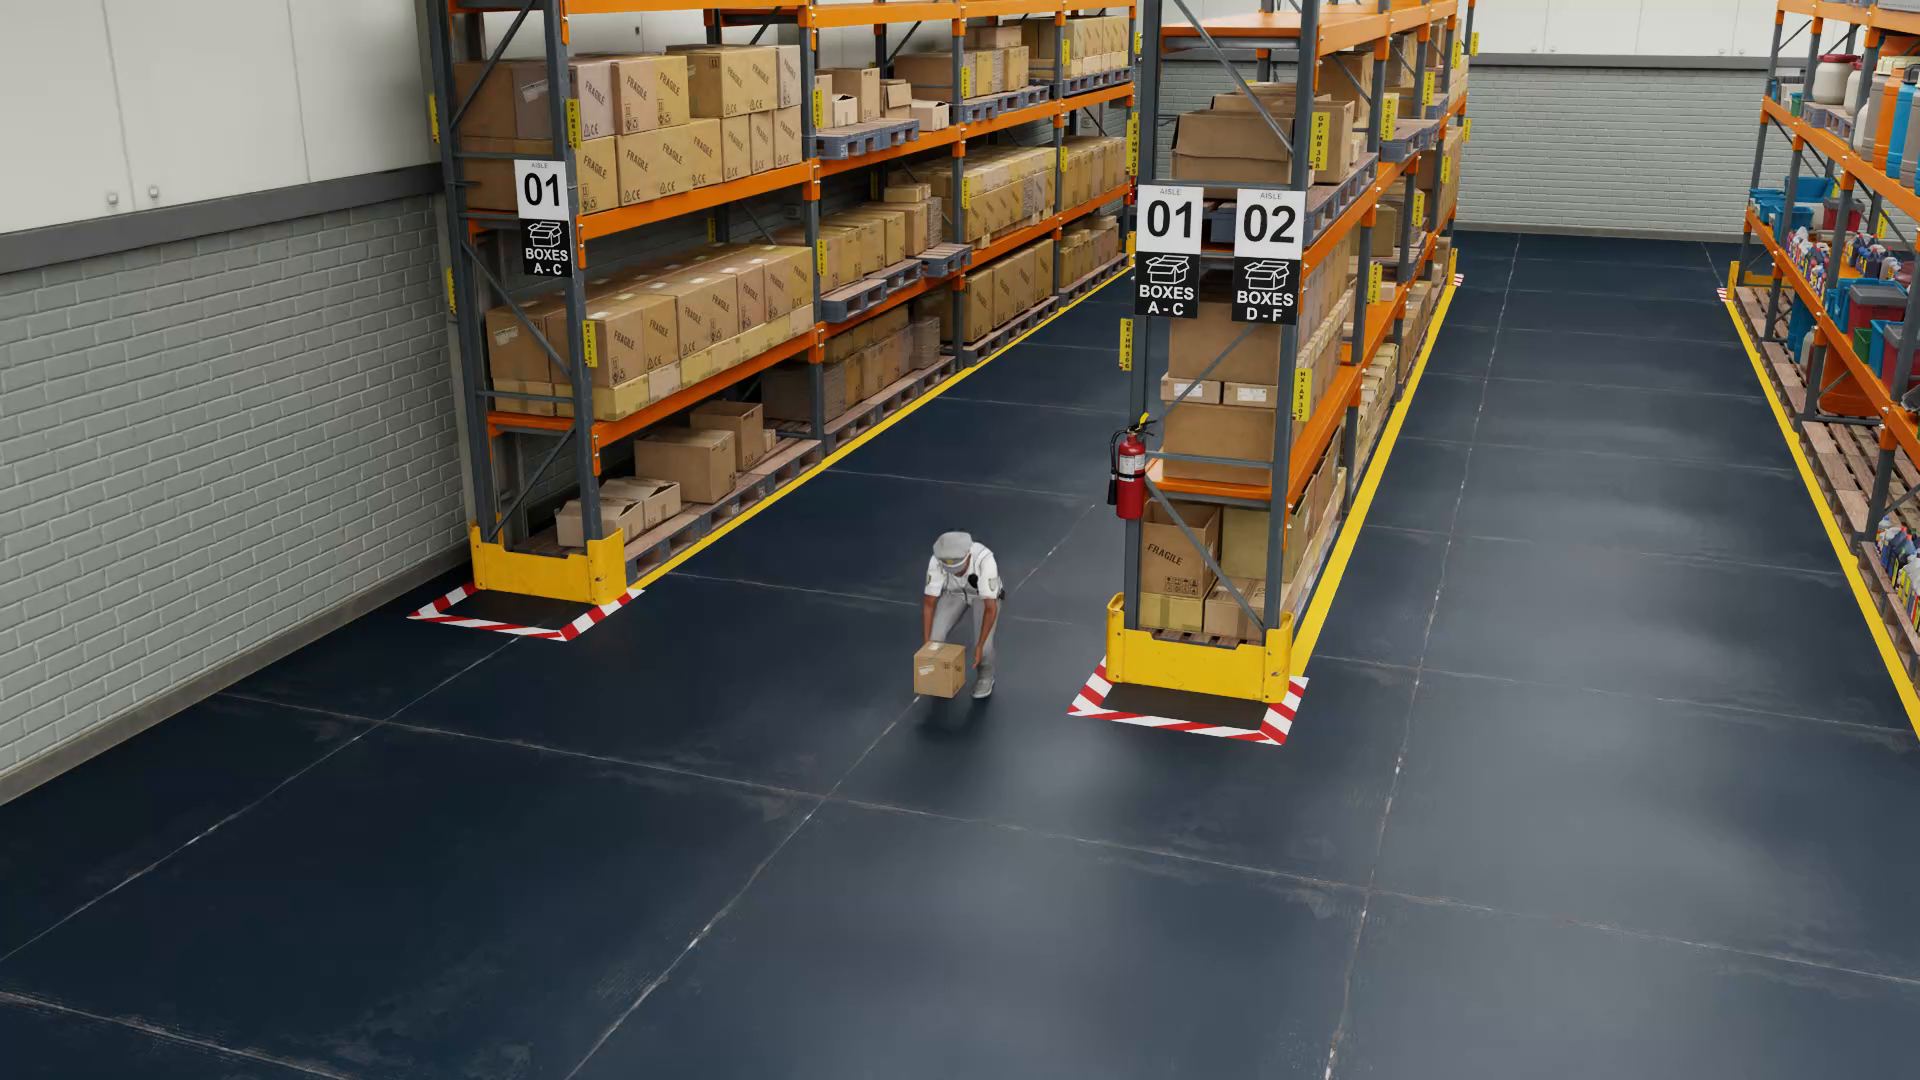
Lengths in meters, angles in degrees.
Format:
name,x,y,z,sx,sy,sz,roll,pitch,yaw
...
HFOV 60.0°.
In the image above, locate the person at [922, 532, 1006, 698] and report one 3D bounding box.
name,x,y,z,sx,sy,sz,roll,pitch,yaw
person,0.037,0.448,10.537,0.500,1.160,0.805,6,20,18
